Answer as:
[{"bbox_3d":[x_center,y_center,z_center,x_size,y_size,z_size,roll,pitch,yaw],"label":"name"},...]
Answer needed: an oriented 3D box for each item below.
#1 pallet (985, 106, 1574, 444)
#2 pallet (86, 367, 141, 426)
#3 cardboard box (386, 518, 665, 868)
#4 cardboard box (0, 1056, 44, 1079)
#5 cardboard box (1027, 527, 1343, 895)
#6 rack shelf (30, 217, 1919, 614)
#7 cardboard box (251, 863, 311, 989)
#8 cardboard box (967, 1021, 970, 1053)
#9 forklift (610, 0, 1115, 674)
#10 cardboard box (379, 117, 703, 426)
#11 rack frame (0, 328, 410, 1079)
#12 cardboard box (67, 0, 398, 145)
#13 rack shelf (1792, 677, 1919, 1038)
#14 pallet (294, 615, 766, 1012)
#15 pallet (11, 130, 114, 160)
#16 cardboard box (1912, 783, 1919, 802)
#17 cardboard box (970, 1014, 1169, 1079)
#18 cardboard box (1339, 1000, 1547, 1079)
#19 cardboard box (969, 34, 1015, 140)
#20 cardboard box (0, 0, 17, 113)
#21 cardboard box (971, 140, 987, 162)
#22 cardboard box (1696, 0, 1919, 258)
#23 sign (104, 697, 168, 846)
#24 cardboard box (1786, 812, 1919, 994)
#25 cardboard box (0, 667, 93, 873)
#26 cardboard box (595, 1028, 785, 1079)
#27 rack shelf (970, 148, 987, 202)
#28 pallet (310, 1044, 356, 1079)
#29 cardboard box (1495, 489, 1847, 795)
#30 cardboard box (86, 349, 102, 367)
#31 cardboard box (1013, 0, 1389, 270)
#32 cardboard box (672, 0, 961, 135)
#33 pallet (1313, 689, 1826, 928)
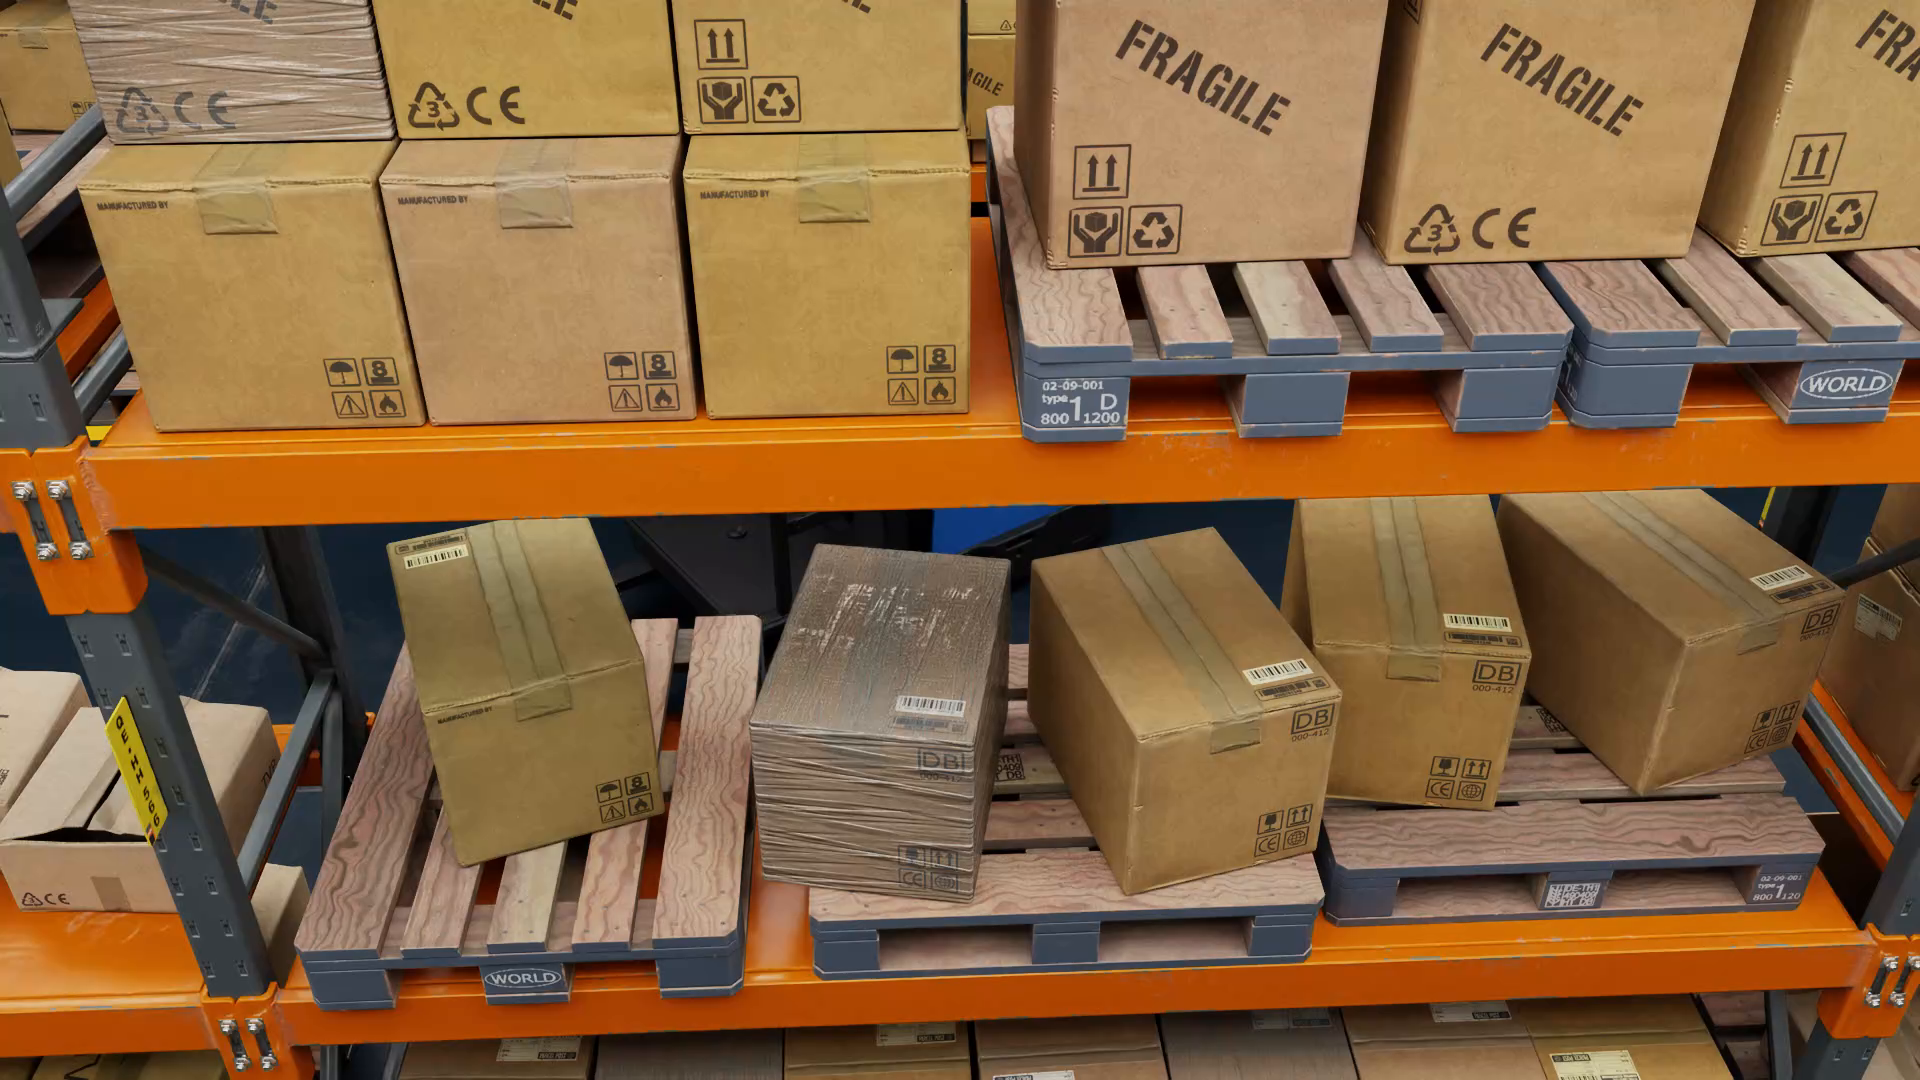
[{"bbox_3d":[0.590,-0.619,3.537,1.003,0.211,1.213,-2,35,-2],"label":"pallet"},{"bbox_3d":[-3.949,-0.980,8.980,1.213,0.211,1.003,-2,35,-2],"label":"pallet"},{"bbox_3d":[-1.091,0.343,4.161,0.500,0.500,0.700,-13,37,-18],"label":"cardboard box"},{"bbox_3d":[-2.745,1.537,4.447,0.500,0.311,0.500,-2,35,-3],"label":"cardboard box"},{"bbox_3d":[0.519,0.399,4.081,0.500,0.500,0.700,-10,36,-14],"label":"cardboard box"},{"bbox_3d":[0.283,-0.354,3.621,4.000,0.370,1.077,-2,35,-2],"label":"rack shelf"},{"bbox_3d":[-2.252,1.213,4.917,0.500,0.311,0.500,0,35,-1],"label":"cardboard box"},{"bbox_3d":[0.249,1.295,5.053,0.500,0.500,0.500,-3,35,-4],"label":"cardboard box"},{"bbox_3d":[-0.776,-0.937,6.528,3.031,2.935,1.130,-23,41,-29],"label":"forklift"},{"bbox_3d":[-0.771,-0.681,3.375,0.500,0.500,0.910,-2,35,-2],"label":"cardboard box"},{"bbox_3d":[-1.715,0.638,4.192,0.127,3.000,1.000,-2,35,-2],"label":"rack frame"},{"bbox_3d":[-1.279,-1.056,3.037,0.500,0.500,0.500,-2,35,-2],"label":"cardboard box"},{"bbox_3d":[4.278,0.772,4.631,4.000,0.370,1.077,-2,35,-2],"label":"rack shelf"},{"bbox_3d":[-1.041,0.659,4.331,1.003,0.211,1.213,-2,35,-2],"label":"pallet"},{"bbox_3d":[-3.928,-2.022,8.205,1.213,0.211,1.003,-2,35,-2],"label":"pallet"},{"bbox_3d":[2.803,0.630,4.116,0.500,0.500,0.500,-1,35,-1],"label":"cardboard box"},{"bbox_3d":[0.298,1.590,4.626,0.500,0.500,0.500,-3,35,-4],"label":"cardboard box"},{"bbox_3d":[1.307,1.562,4.667,0.500,0.500,0.500,-1,35,-2],"label":"cardboard box"},{"bbox_3d":[0.083,-2.257,8.009,0.500,0.500,0.500,-1,35,-1],"label":"cardboard box"},{"bbox_3d":[-4.880,-2.297,7.959,0.500,0.500,0.700,2,35,3],"label":"cardboard box"},{"bbox_3d":[0.181,-2.010,8.222,0.250,0.149,0.380,-1,35,-1],"label":"cardboard box"},{"bbox_3d":[1.774,-0.986,3.359,0.600,0.600,0.600,-5,35,-7],"label":"cardboard box"},{"bbox_3d":[-1.685,0.477,3.407,0.005,0.325,0.100,-2,35,-2],"label":"sign"},{"bbox_3d":[2.836,1.201,5.189,0.500,0.500,0.500,-2,35,-2],"label":"cardboard box"},{"bbox_3d":[-2.617,0.589,4.342,0.500,0.311,0.500,-2,35,-3],"label":"cardboard box"},{"bbox_3d":[-0.724,1.618,4.586,0.500,0.500,0.500,-3,35,-4],"label":"cardboard box"},{"bbox_3d":[0.045,-1.936,8.544,4.000,0.370,1.077,-2,35,-2],"label":"rack shelf"},{"bbox_3d":[-2.539,1.785,4.986,1.213,0.211,1.003,-2,35,-2],"label":"pallet"},{"bbox_3d":[1.797,0.202,4.365,0.500,0.500,0.700,-13,37,-18],"label":"cardboard box"},{"bbox_3d":[-4.700,-1.295,8.795,0.500,0.500,0.700,-2,35,-3],"label":"cardboard box"},{"bbox_3d":[0.442,-0.949,3.305,0.600,0.600,0.600,-3,35,-4],"label":"cardboard box"},{"bbox_3d":[-0.260,-1.083,3.077,0.500,0.500,0.500,-2,35,-2],"label":"cardboard box"},{"bbox_3d":[1.477,0.569,4.461,1.213,0.211,1.003,-2,35,-2],"label":"pallet"}]
